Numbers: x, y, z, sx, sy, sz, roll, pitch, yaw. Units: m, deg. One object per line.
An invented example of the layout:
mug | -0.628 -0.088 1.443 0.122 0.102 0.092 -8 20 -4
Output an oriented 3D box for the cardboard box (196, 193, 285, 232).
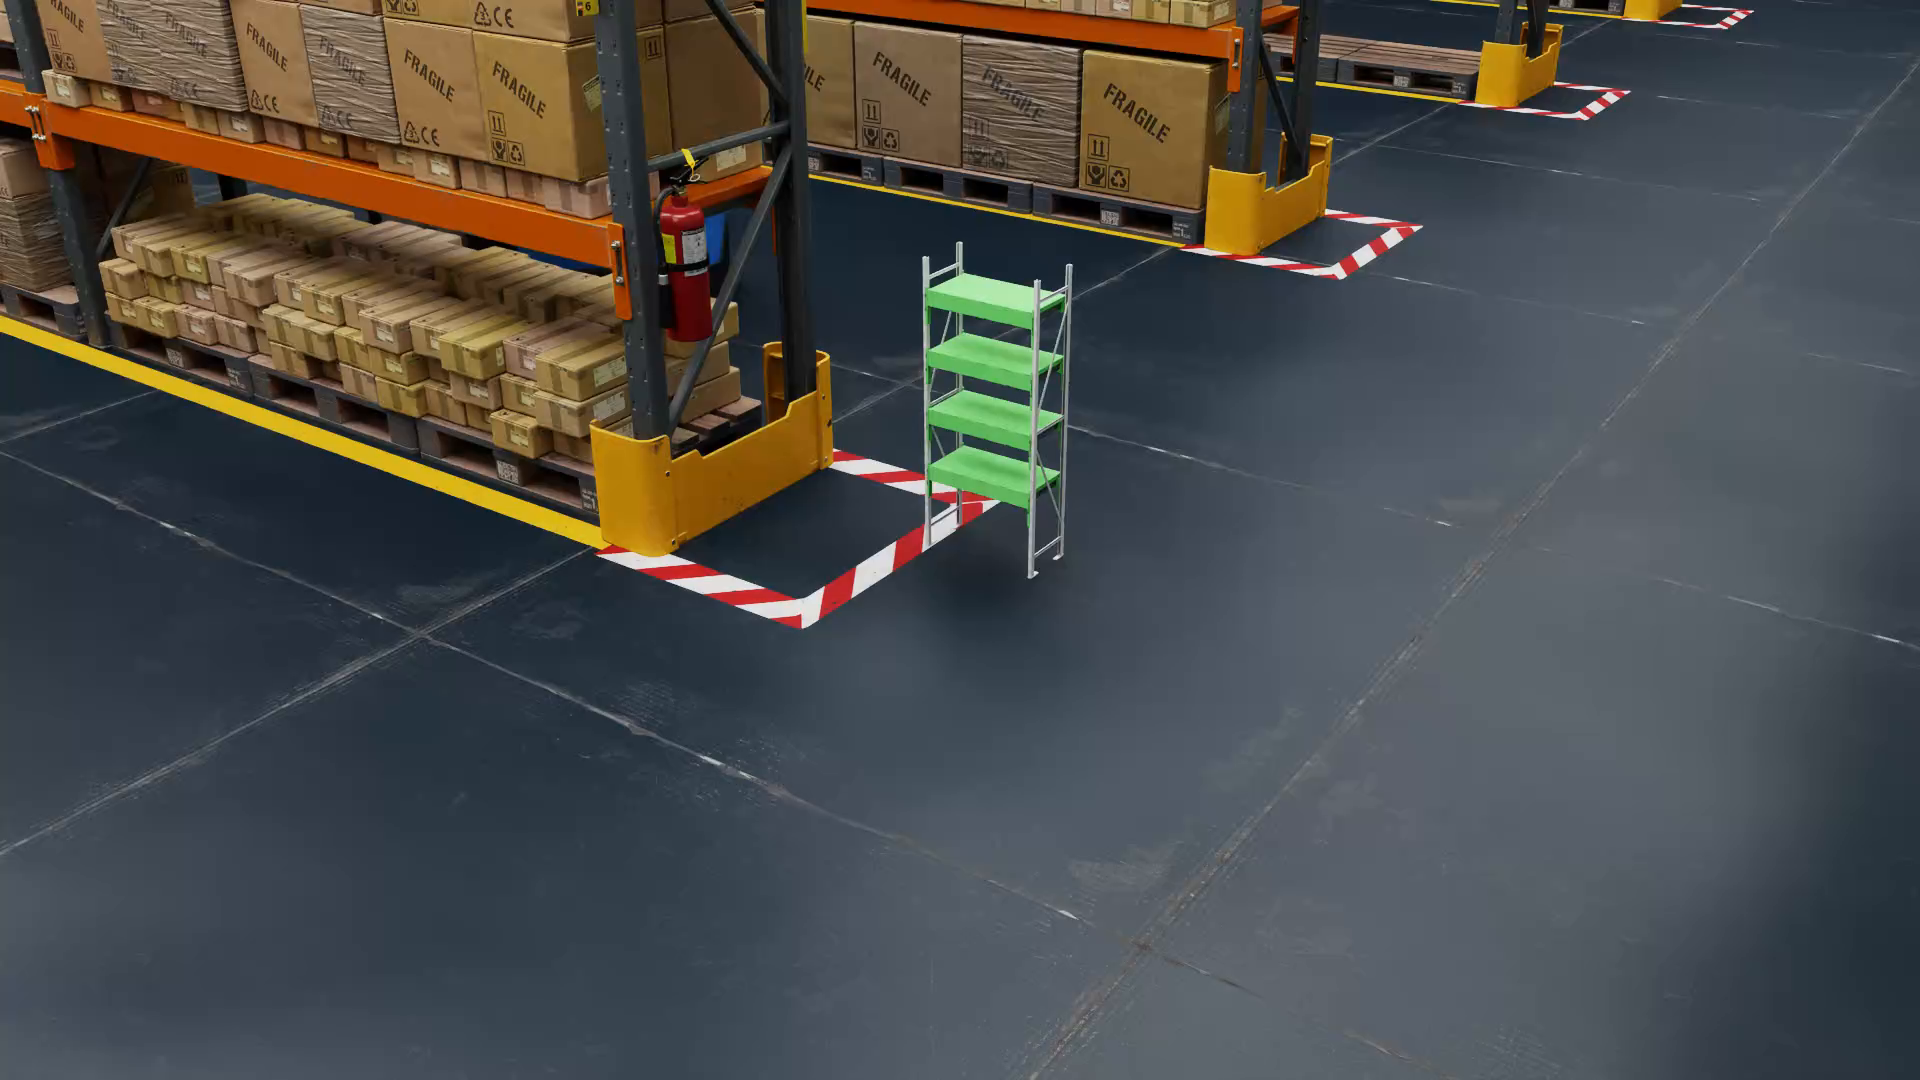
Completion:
cardboard box | -3.806 -1.714 8.836 0.250 0.149 0.380 18 32 32

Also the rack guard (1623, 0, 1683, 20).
rack guard | 7.491 -5.936 17.863 0.348 0.500 1.175 17 32 30

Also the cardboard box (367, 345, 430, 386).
cardboard box | -2.410 -0.838 7.443 0.250 0.149 0.380 18 32 31

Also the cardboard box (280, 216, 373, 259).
cardboard box | -3.194 -1.507 8.427 0.250 0.149 0.380 18 32 32

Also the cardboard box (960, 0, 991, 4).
cardboard box | 0.202 -3.577 10.748 0.250 0.149 0.380 18 32 31

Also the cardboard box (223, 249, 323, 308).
cardboard box | -3.259 -1.249 7.921 0.250 0.149 0.380 18 32 31

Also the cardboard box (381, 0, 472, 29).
cardboard box | -1.885 -2.277 6.376 0.500 0.500 0.500 16 31 29

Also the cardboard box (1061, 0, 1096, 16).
cardboard box | 0.834 -3.380 10.361 0.250 0.149 0.380 18 32 31

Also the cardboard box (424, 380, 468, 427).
cardboard box | -2.151 -0.660 7.420 0.250 0.149 0.380 18 32 31

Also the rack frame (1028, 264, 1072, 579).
rack frame | 0.338 -0.430 6.271 0.015 1.200 0.240 17 32 30

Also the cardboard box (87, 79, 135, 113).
cardboard box | -3.943 -2.181 8.006 0.250 0.149 0.380 18 32 32

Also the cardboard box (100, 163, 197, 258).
cardboard box | -4.706 -1.889 9.447 0.500 0.500 0.500 19 32 32

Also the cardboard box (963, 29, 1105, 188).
cardboard box | 0.619 -2.936 11.092 0.875 0.875 0.875 17 32 30

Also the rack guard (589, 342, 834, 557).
rack guard | -1.012 -0.405 6.995 0.348 0.500 1.175 17 32 30

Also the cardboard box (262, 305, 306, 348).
cardboard box | -3.042 -1.044 7.847 0.250 0.149 0.380 17 32 30

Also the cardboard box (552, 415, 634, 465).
cardboard box | -1.501 -0.473 7.053 0.250 0.149 0.380 18 32 31

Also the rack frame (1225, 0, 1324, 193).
rack frame | 1.942 -3.328 9.982 0.127 3.000 1.000 17 32 30

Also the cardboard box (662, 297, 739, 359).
cardboard box | -1.189 -0.943 7.320 0.250 0.149 0.380 16 31 28

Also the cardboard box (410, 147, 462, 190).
cardboard box | -2.001 -1.559 6.783 0.250 0.149 0.380 18 32 32

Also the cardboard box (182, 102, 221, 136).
cardboard box | -3.302 -1.971 7.593 0.250 0.149 0.380 18 32 31

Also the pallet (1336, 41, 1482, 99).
pallet | 4.088 -4.163 14.698 1.213 0.211 1.003 17 32 30

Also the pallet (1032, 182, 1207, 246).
pallet | 1.239 -2.261 10.960 1.213 0.211 1.003 17 32 30

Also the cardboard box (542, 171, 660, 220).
cardboard box | -1.378 -1.366 6.403 0.250 0.149 0.380 17 32 30

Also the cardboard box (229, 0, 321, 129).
cardboard box | -2.716 -2.089 7.108 0.500 0.500 0.500 19 33 33

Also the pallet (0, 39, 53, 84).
pallet | -4.794 -2.692 8.944 1.213 0.211 1.003 17 32 30

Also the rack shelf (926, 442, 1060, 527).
rack shelf | 0.136 -0.221 6.532 0.480 0.148 0.258 17 32 30

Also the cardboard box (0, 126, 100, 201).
cardboard box | -5.004 -2.031 8.899 0.500 0.250 0.500 16 31 29

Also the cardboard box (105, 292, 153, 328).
cardboard box | -4.128 -1.230 8.539 0.250 0.149 0.380 16 31 28

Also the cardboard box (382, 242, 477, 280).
cardboard box | -2.546 -1.302 8.026 0.250 0.149 0.380 17 32 30

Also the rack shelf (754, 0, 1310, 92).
rack shelf | 0.293 -3.521 11.154 4.000 0.370 1.077 17 32 30

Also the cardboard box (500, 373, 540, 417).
cardboard box | -1.731 -0.665 7.101 0.250 0.149 0.380 16 31 29

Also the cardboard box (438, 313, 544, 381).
cardboard box | -1.989 -0.827 7.093 0.250 0.149 0.380 17 31 29

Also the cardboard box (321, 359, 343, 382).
cardboard box | -2.776 -0.873 7.838 0.250 0.149 0.380 18 32 32

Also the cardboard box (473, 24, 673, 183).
cardboard box | -1.466 -1.696 6.337 0.500 0.500 0.500 18 32 31

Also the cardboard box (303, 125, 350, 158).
cardboard box | -2.618 -1.791 7.240 0.250 0.149 0.380 18 32 31

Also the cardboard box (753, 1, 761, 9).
cardboard box | -1.894 -3.752 12.695 0.875 0.875 1.225 17 32 30

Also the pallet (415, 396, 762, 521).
pallet | -1.662 -0.498 7.496 1.213 0.211 1.003 17 32 30

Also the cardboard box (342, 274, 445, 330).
cardboard box | -2.574 -1.075 7.579 0.250 0.149 0.380 16 31 29

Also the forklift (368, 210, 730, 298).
forklift | -2.846 -2.684 8.793 3.031 2.935 1.130 -2 27 -5

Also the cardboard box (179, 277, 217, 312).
cardboard box | -3.648 -1.283 8.315 0.250 0.149 0.380 17 32 30

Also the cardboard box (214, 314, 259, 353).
cardboard box | -3.437 -1.070 8.226 0.250 0.149 0.380 17 31 29

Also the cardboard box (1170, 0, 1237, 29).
cardboard box | 1.462 -3.184 9.977 0.250 0.149 0.380 18 32 31

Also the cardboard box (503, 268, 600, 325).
cardboard box | -1.871 -1.114 7.656 0.250 0.149 0.380 16 31 28

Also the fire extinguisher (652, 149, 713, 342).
fire extinguisher | -1.003 -1.062 6.025 0.183 0.674 0.296 17 32 30

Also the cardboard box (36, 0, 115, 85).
cardboard box | -3.981 -2.482 7.882 0.500 0.500 0.500 17 31 29

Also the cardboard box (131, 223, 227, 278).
cardboard box | -3.886 -1.450 8.316 0.250 0.149 0.380 19 33 33

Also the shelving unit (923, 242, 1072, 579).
shelving unit | 0.137 -0.492 6.394 0.503 1.200 0.258 17 32 30
